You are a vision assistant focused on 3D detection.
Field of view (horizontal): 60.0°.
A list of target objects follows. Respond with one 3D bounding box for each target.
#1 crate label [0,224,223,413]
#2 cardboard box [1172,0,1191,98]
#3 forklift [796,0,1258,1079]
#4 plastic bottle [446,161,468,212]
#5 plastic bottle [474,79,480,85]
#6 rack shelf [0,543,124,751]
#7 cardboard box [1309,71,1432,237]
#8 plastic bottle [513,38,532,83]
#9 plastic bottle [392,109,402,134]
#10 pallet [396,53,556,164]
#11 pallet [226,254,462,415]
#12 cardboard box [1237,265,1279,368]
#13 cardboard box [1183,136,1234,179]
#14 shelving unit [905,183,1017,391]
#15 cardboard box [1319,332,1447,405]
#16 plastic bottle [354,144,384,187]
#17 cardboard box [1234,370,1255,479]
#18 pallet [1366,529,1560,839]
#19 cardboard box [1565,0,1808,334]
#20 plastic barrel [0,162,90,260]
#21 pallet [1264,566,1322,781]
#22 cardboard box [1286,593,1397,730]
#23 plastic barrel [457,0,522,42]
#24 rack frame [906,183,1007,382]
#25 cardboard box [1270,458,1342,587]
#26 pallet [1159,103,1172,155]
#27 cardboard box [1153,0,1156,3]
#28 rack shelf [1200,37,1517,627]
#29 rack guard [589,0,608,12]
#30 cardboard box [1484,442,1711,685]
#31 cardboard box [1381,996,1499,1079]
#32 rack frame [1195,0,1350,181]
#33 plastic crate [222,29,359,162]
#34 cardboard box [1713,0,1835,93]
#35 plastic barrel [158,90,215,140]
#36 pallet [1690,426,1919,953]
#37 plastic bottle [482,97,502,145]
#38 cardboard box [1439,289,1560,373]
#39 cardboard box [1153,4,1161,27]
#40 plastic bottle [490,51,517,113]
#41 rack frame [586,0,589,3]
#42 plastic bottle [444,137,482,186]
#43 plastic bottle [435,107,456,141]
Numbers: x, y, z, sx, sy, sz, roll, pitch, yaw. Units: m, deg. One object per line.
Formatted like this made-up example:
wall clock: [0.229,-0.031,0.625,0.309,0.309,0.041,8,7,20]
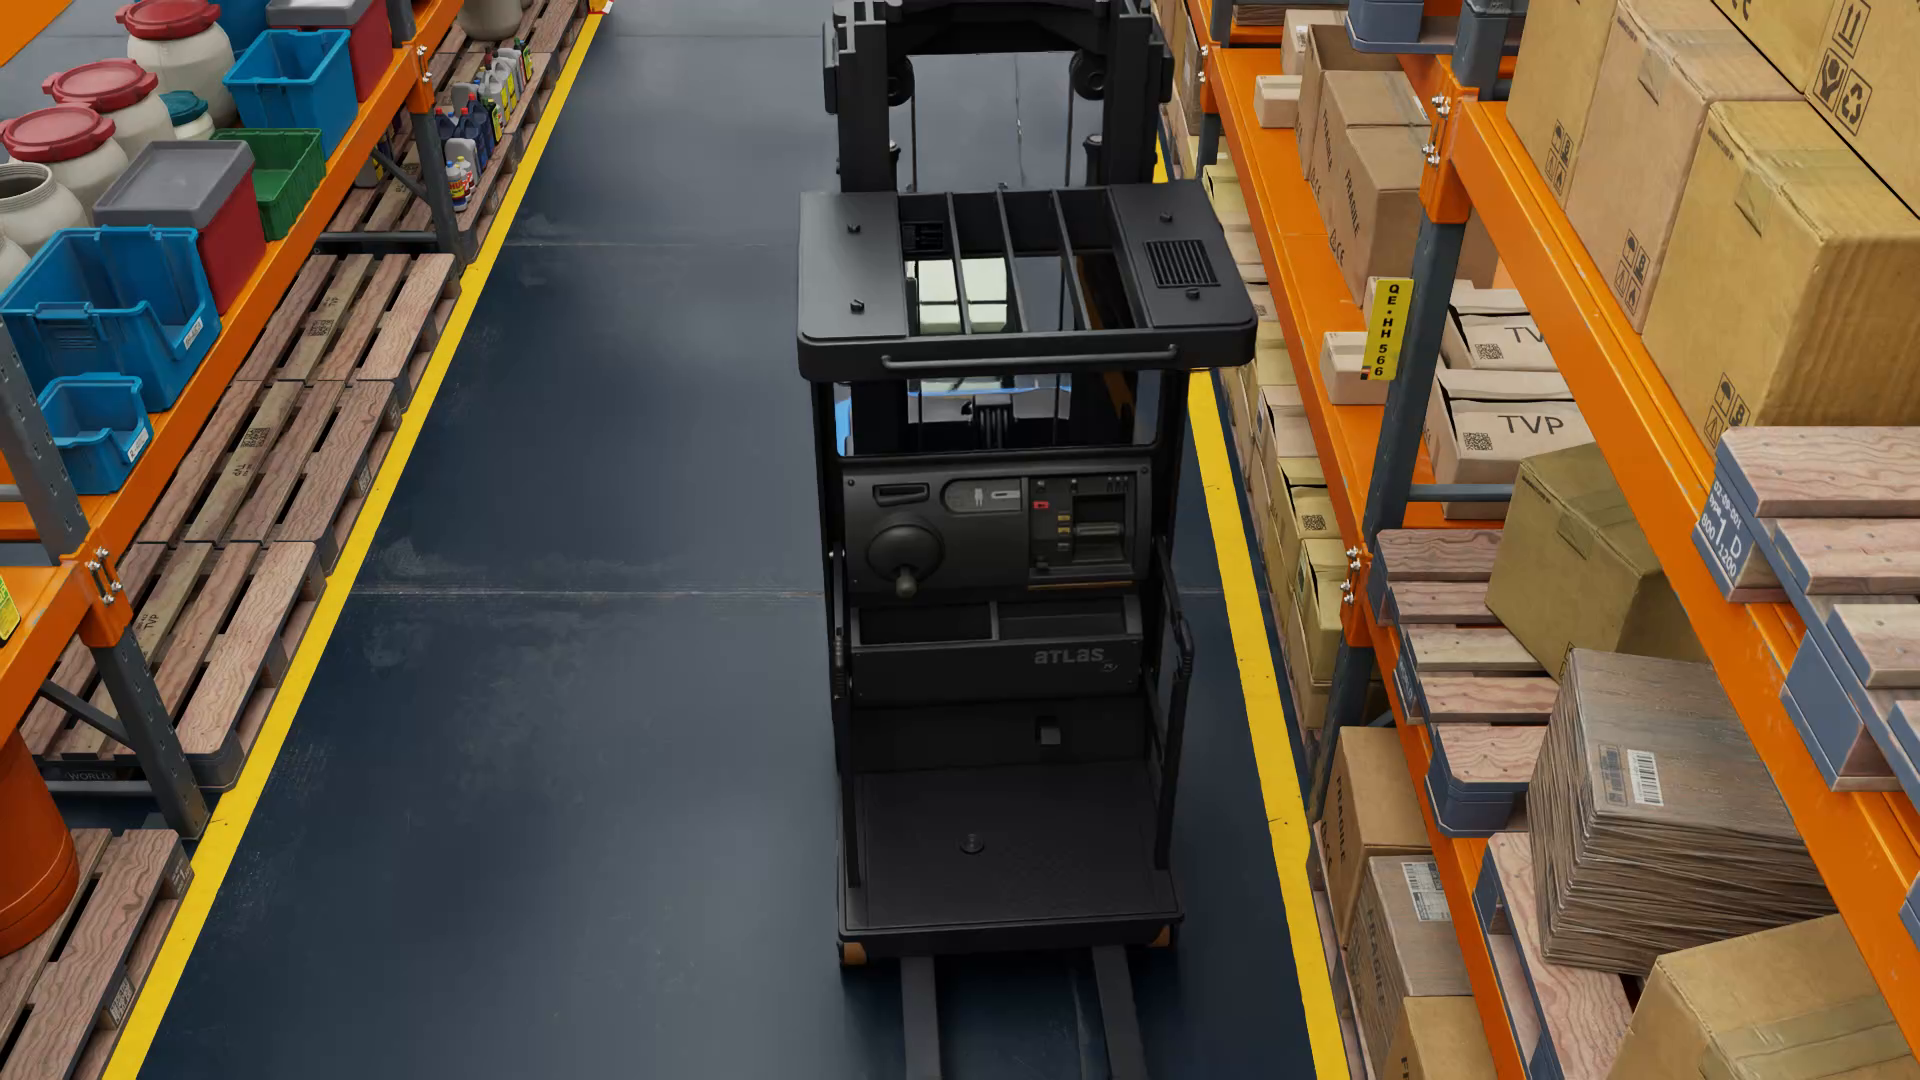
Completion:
crate label: [-2.935,-0.770,5.784,0.502,0.435,0.616,0,39,0]
cardboard box: [1.532,-2.936,9.779,0.500,0.500,0.500,0,39,0]
forklift: [0.133,0.040,4.857,1.130,2.935,3.031,-3,39,-3]
plastic bottle: [-2.771,-1.943,9.106,0.097,0.271,0.097,0,39,0]
plastic bottle: [-2.917,-2.694,10.099,0.097,0.201,0.097,0,39,0]
rack shelf: [-3.202,1.396,3.684,1.077,0.370,4.000,0,39,0]
cardboard box: [1.730,-1.554,6.710,0.500,0.500,0.500,0,39,0]
plastic bottle: [-2.755,-3.028,10.451,0.061,0.283,0.133,1,39,1]
plastic bottle: [-3.388,-2.575,9.885,0.061,0.283,0.133,0,39,0]
pallet: [-3.172,-2.733,10.492,1.003,0.211,1.213,0,39,0]
pallet: [-3.169,-1.057,8.400,1.003,0.211,1.213,0,39,0]
cardboard box: [1.493,-1.052,7.579,0.500,0.311,0.500,-1,39,-2]
cardboard box: [1.525,-2.018,9.233,0.500,0.250,0.500,0,39,0]
shelving unit: [-0.005,-0.600,6.799,0.431,1.500,0.755,-1,39,-1]
cardboard box: [1.472,-0.600,5.802,0.380,0.149,0.250,0,39,0]
plastic bottle: [-3.354,-2.177,9.334,0.144,0.351,0.185,0,39,0]
cardboard box: [1.499,-0.514,7.356,0.500,0.250,0.500,1,39,1]
pallet: [1.820,0.362,4.553,1.213,0.211,1.003,0,39,0]
cardboard box: [1.784,-0.754,3.314,0.910,0.500,0.500,0,39,0]
plastic barrel: [-3.420,-1.085,6.116,0.421,0.512,0.421,0,39,0]
pallet: [1.787,0.437,6.536,1.003,0.211,1.213,0,39,0]
cardboard box: [1.504,0.444,6.160,0.500,0.250,0.500,1,39,1]
plastic barrel: [-3.136,-3.606,11.005,0.421,0.512,0.421,0,39,0]
rack frame: [-0.015,-0.829,7.085,0.400,1.500,0.023,-1,39,-1]
cardboard box: [1.495,-0.098,6.389,0.500,0.311,0.500,-1,39,-1]
pallet: [1.781,-2.812,10.590,1.003,0.211,1.213,0,39,0]
cardboard box: [1.520,-3.874,10.949,0.500,0.500,0.500,0,39,0]
rack shelf: [1.747,-1.106,6.807,1.077,0.370,4.000,0,39,0]
rack guard: [-3.167,-4.115,11.985,1.175,0.500,0.348,0,39,0]
cardboard box: [1.862,0.055,4.367,0.700,0.500,0.500,-12,40,-15]
cardboard box: [1.465,1.593,4.510,0.500,0.500,0.500,-1,39,-1]
rack frame: [1.744,-2.638,8.143,1.000,3.000,0.127,0,39,0]
plastic crate: [-2.897,-1.941,7.286,0.392,0.384,0.575,0,39,0]
cardboard box: [1.744,-1.144,3.001,0.500,0.500,0.500,0,39,0]
plastic barrel: [-3.361,-1.755,7.152,0.301,0.262,0.301,0,39,0]
pallet: [1.819,0.212,2.339,1.213,0.211,1.003,0,39,0]
plastic bottle: [-2.754,-2.475,9.760,0.061,0.283,0.133,2,39,2]
cardboard box: [1.942,-0.661,5.747,0.500,0.311,0.500,0,39,-1]
cardboard box: [1.522,-3.269,10.794,0.500,0.250,0.500,0,39,0]
plastic bottle: [-2.796,-2.780,10.086,0.144,0.351,0.185,1,39,2]
rack frame: [-3.214,-5.138,11.263,1.000,3.000,0.127,0,39,0]
plastic bottle: [-2.799,-2.147,9.357,0.152,0.276,0.135,1,39,2]
plastic bottle: [-2.939,-2.279,9.462,0.144,0.351,0.185,0,39,0]
